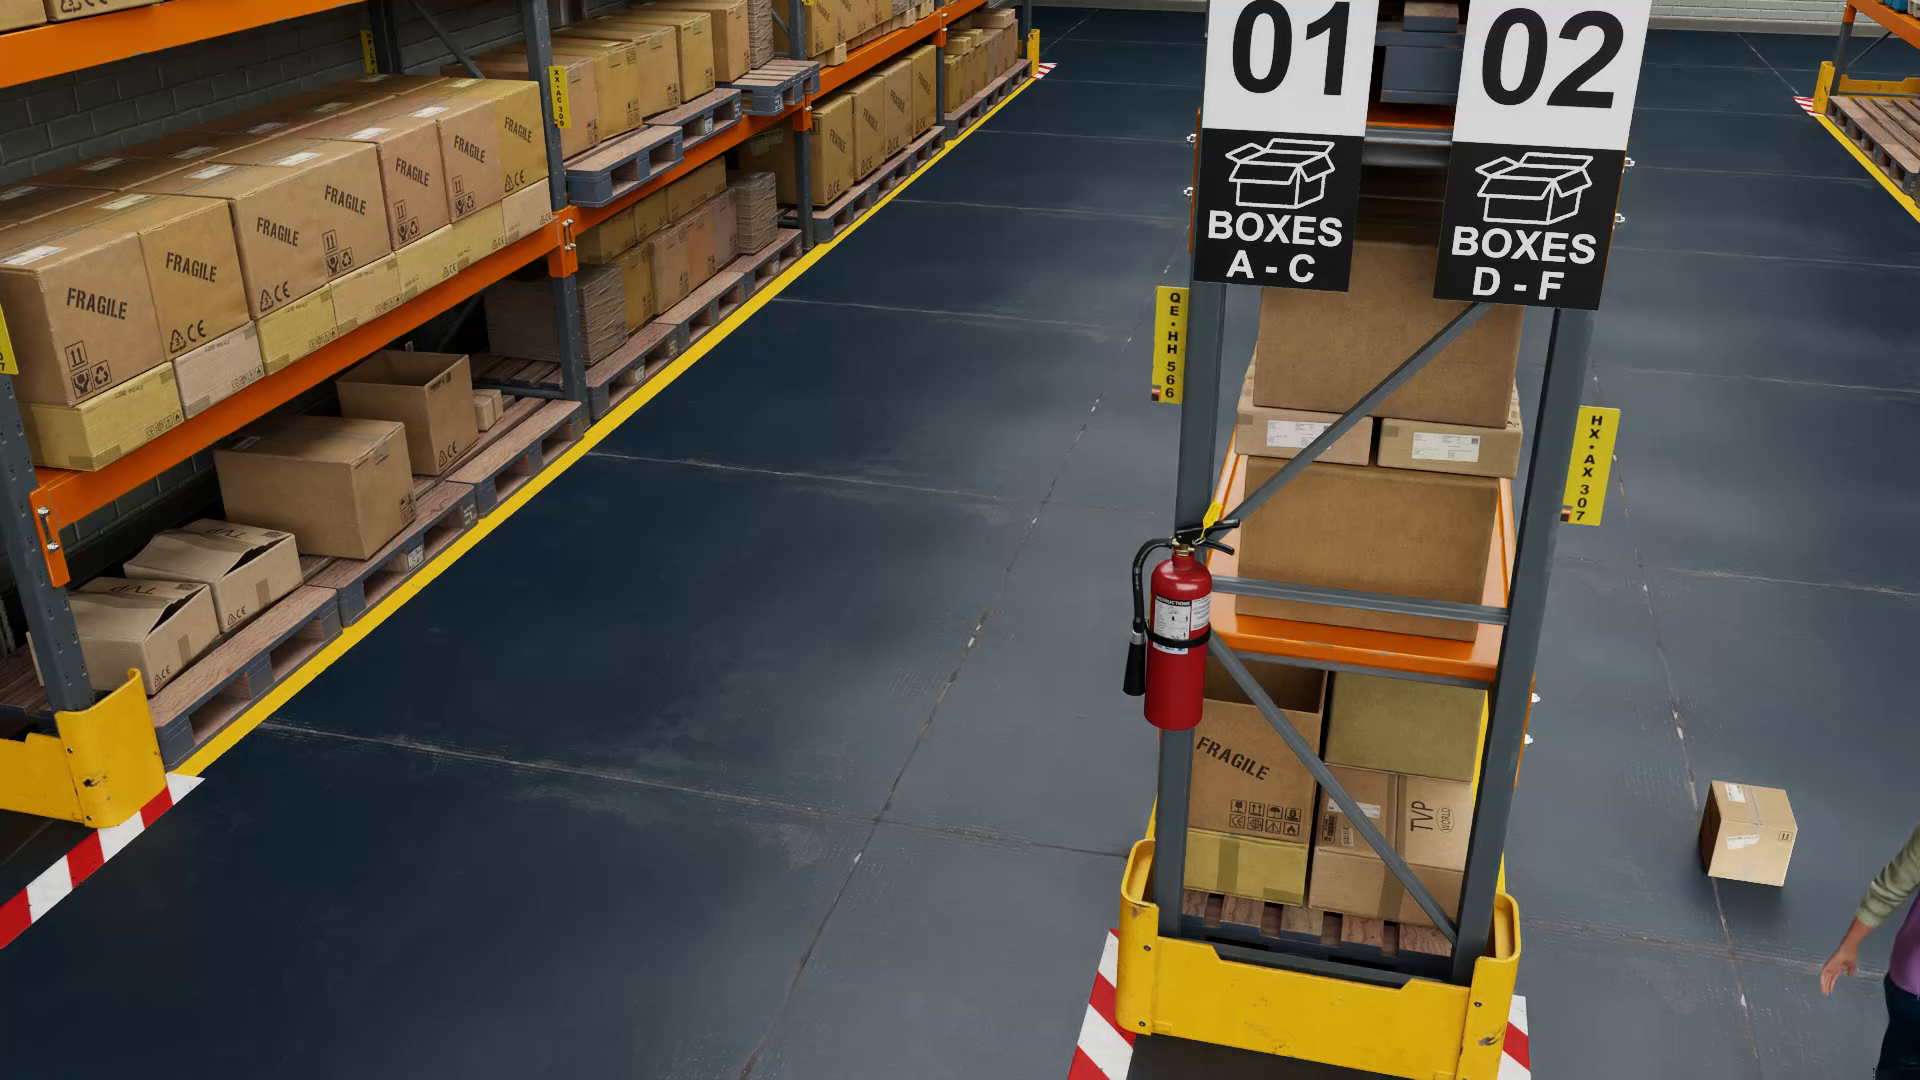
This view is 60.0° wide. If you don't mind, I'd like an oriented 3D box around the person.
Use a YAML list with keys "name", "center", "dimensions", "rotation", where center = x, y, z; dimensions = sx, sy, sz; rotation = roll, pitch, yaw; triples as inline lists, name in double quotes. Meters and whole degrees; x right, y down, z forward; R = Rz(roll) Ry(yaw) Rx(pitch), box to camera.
- name: "person"
  center: [2.582, 1.126, 4.276]
  dimensions: [0.790, 1.585, 0.561]
  rotation: [-23, 34, -39]
